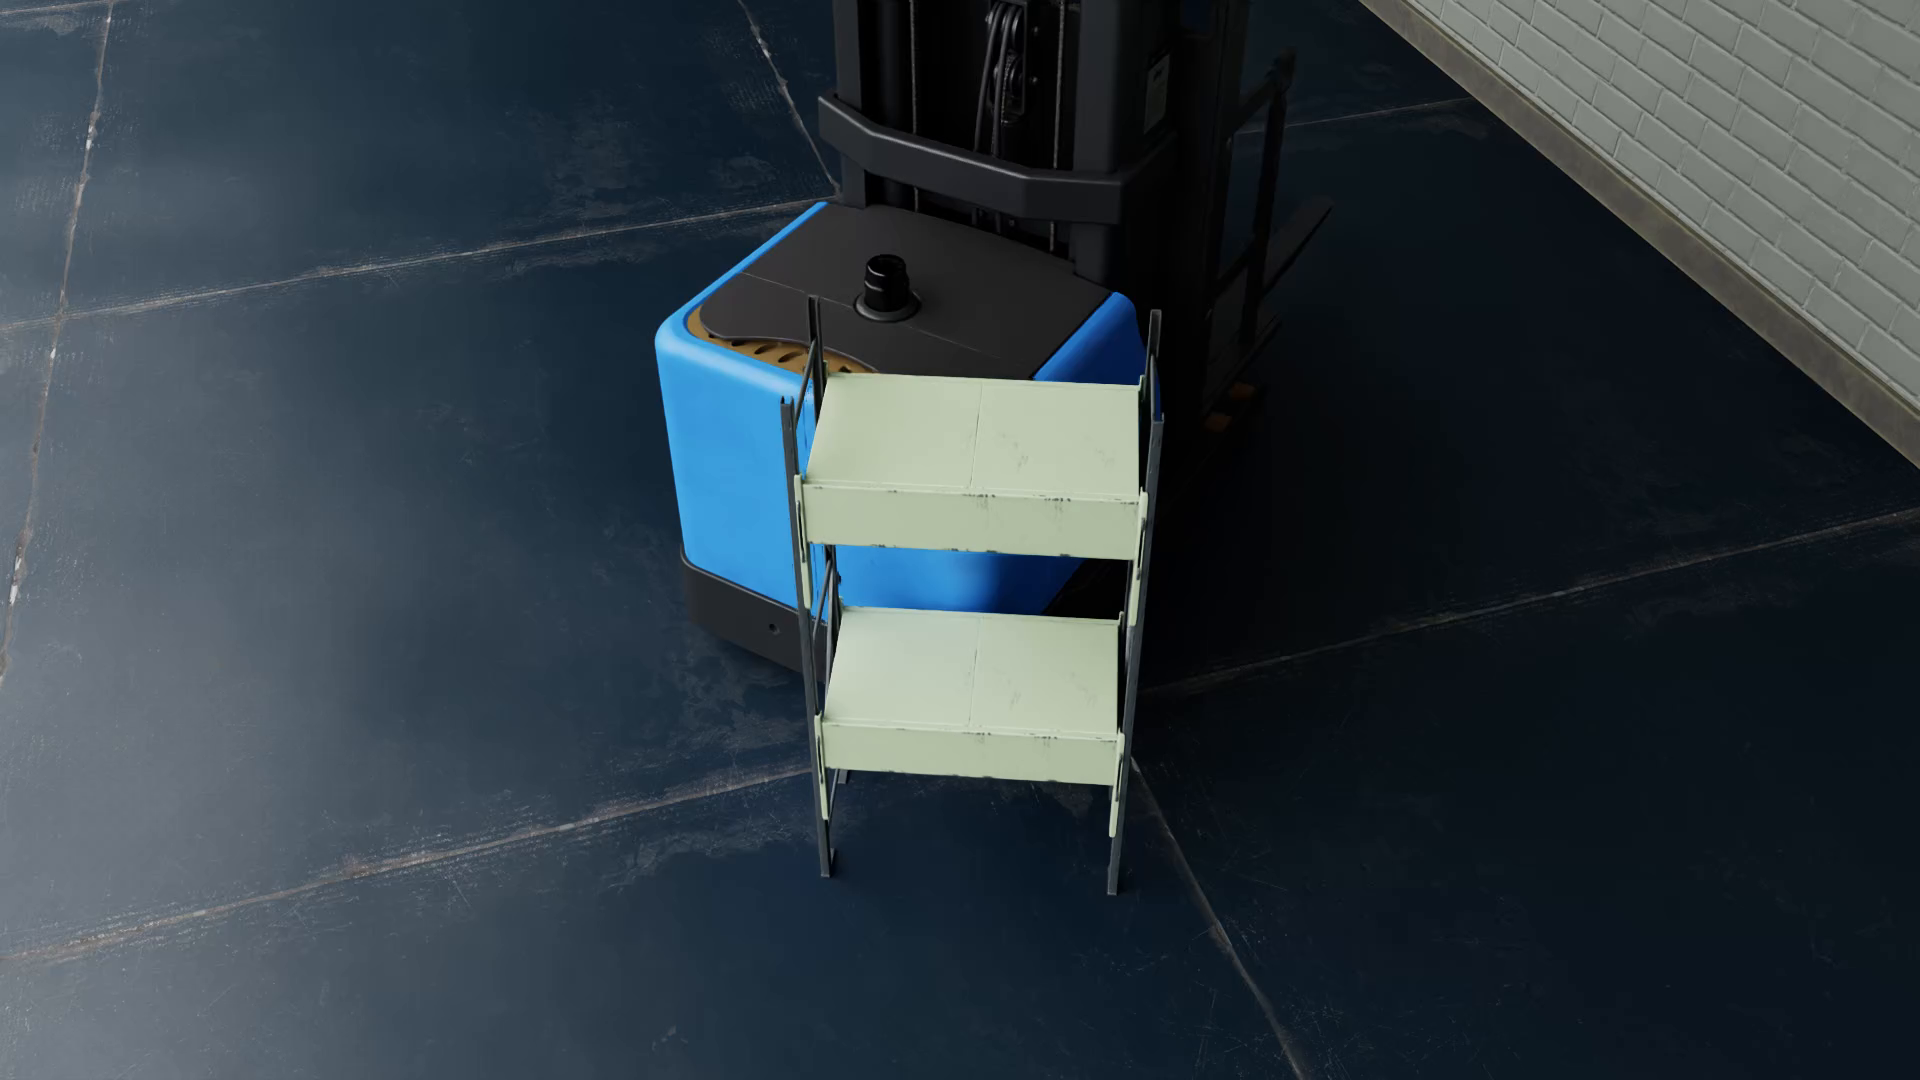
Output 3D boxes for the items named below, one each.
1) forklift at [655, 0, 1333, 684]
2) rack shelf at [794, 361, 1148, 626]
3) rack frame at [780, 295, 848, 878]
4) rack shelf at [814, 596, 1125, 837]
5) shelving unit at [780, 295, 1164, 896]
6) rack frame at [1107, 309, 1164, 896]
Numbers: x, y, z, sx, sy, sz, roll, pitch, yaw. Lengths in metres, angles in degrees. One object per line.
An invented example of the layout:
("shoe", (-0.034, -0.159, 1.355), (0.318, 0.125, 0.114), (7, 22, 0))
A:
("forklift", (0.381, -1.506, 4.746), (1.130, 2.935, 3.031), (21, 45, 22))
("rack shelf", (0.036, -0.106, 3.638), (0.720, 0.370, 0.431), (3, 41, 3))
("rack frame", (-0.329, 0.169, 3.917), (0.023, 1.500, 0.400), (3, 41, 3))
("rack shelf", (0.036, 0.433, 4.110), (0.720, 0.370, 0.431), (3, 41, 3))
("shelving unit", (0.036, 0.188, 3.895), (0.755, 1.500, 0.431), (3, 41, 3))
("rack frame", (0.401, 0.206, 3.874), (0.023, 1.500, 0.400), (3, 41, 3))
